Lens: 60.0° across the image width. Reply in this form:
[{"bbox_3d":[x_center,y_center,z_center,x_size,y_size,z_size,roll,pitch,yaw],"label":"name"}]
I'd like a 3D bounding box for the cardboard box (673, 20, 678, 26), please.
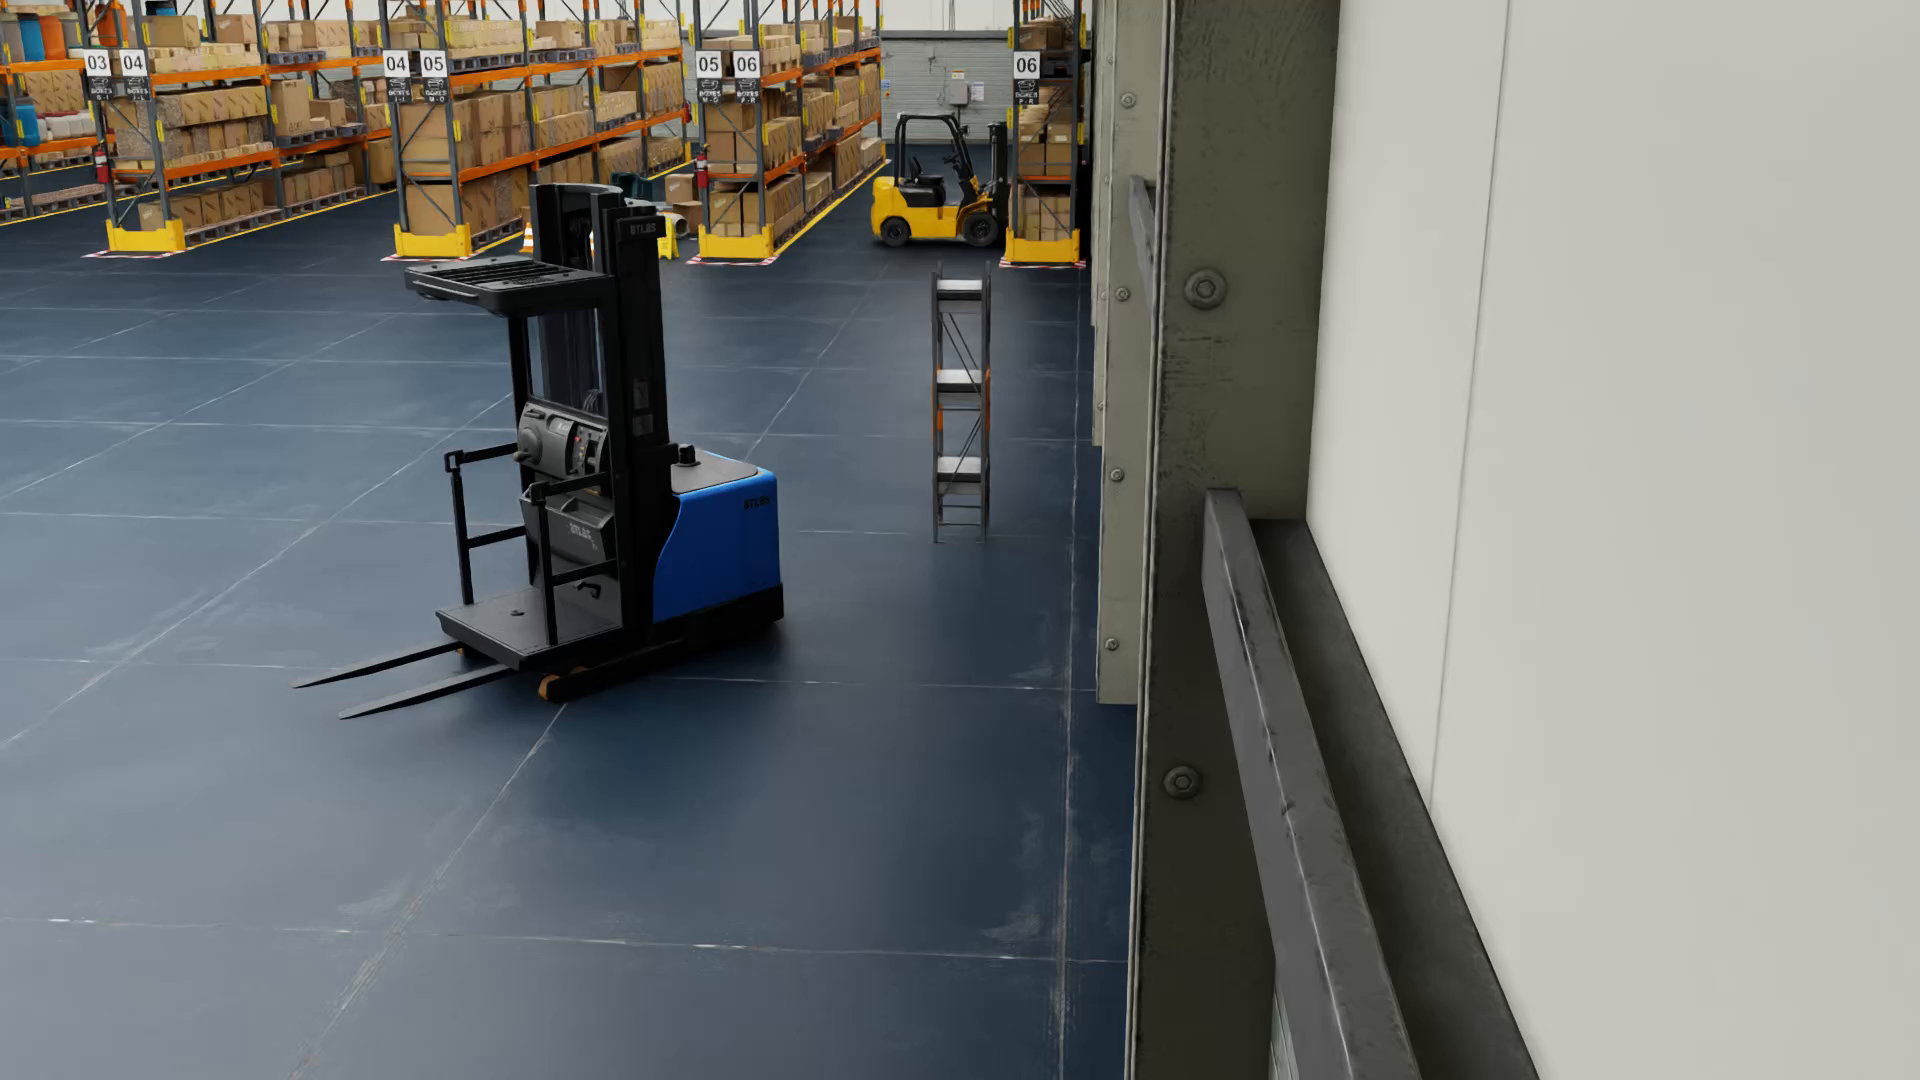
[{"bbox_3d":[-7.154,-12.731,40.941,0.380,0.149,0.250,1,18,3],"label":"cardboard box"}]

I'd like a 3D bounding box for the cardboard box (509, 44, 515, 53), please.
[{"bbox_3d":[-8.026,-8.607,29.125,0.380,0.149,0.250,2,18,5],"label":"cardboard box"}]

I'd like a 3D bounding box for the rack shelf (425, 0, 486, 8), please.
[{"bbox_3d":[-12.507,-12.900,39.638,1.077,0.370,4.000,1,18,4],"label":"rack shelf"}]

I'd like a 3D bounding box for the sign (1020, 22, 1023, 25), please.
[{"bbox_3d":[1.070,-8.974,29.340,0.100,0.325,0.005,1,18,4],"label":"sign"}]

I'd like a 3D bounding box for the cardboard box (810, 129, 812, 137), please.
[{"bbox_3d":[-2.958,-7.576,30.956,0.380,0.149,0.250,2,18,5],"label":"cardboard box"}]

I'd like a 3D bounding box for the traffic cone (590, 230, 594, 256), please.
[{"bbox_3d":[-6.014,-4.888,27.096,0.336,0.463,0.334,1,18,4],"label":"traffic cone"}]

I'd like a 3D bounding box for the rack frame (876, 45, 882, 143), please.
[{"bbox_3d":[-2.479,-10.981,41.618,1.000,3.000,0.127,1,18,4],"label":"rack frame"}]

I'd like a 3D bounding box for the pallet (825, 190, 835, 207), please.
[{"bbox_3d":[-3.110,-6.929,33.729,1.003,0.211,1.213,1,18,4],"label":"pallet"}]

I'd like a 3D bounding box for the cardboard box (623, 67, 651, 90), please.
[{"bbox_3d":[-7.435,-10.616,38.262,0.500,0.500,0.500,2,18,5],"label":"cardboard box"}]

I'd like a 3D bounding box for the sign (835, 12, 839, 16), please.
[{"bbox_3d":[-3.032,-12.874,41.046,0.100,0.325,0.005,1,18,4],"label":"sign"}]

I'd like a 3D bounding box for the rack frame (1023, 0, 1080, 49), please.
[{"bbox_3d":[1.612,-9.995,28.975,1.000,3.000,0.127,1,18,4],"label":"rack frame"}]

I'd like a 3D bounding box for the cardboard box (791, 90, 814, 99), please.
[{"bbox_3d":[-2.978,-8.429,31.474,0.380,0.149,0.250,2,18,7],"label":"cardboard box"}]

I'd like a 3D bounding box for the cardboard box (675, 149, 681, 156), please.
[{"bbox_3d":[-7.171,-9.655,41.474,0.380,0.149,0.250,2,18,6],"label":"cardboard box"}]

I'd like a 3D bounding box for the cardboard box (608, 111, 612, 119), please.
[{"bbox_3d":[-7.691,-9.124,35.679,0.380,0.149,0.250,2,18,6],"label":"cardboard box"}]

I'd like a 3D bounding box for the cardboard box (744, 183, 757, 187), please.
[{"bbox_3d":[-3.752,-5.834,28.448,0.500,0.500,0.500,1,18,3],"label":"cardboard box"}]

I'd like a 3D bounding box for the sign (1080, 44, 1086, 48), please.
[{"bbox_3d":[2.165,-8.841,29.313,0.100,0.325,0.005,1,18,4],"label":"sign"}]

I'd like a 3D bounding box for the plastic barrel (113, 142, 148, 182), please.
[{"bbox_3d":[-17.859,-8.149,35.785,0.600,0.830,0.708,1,18,4],"label":"plastic barrel"}]

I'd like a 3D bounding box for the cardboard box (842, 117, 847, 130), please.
[{"bbox_3d":[-2.704,-8.894,35.490,0.500,0.250,0.500,2,18,6],"label":"cardboard box"}]

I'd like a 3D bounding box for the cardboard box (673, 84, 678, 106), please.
[{"bbox_3d":[-7.241,-10.944,40.866,0.500,0.500,0.500,1,18,3],"label":"cardboard box"}]

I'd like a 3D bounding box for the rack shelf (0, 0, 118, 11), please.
[{"bbox_3d":[-18.021,-10.526,32.392,1.077,0.370,4.000,1,18,4],"label":"rack shelf"}]

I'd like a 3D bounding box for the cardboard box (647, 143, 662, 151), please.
[{"bbox_3d":[-7.336,-9.370,39.651,0.380,0.149,0.250,2,18,5],"label":"cardboard box"}]

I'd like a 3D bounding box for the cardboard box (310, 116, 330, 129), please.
[{"bbox_3d":[-12.787,-8.329,33.067,0.396,0.266,0.258,1,18,2],"label":"cardboard box"}]

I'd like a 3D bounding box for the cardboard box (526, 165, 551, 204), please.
[{"bbox_3d":[-8.329,-6.658,31.365,1.050,0.750,0.750,1,18,4],"label":"cardboard box"}]

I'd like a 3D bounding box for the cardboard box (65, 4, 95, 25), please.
[{"bbox_3d":[-22.265,-13.213,41.845,0.700,0.500,0.500,1,18,4],"label":"cardboard box"}]

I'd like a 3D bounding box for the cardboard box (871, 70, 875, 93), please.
[{"bbox_3d":[-2.323,-11.032,40.008,0.500,0.500,0.500,1,18,4],"label":"cardboard box"}]

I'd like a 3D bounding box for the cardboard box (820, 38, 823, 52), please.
[{"bbox_3d":[-2.848,-9.295,31.221,0.500,0.250,0.500,1,18,3],"label":"cardboard box"}]

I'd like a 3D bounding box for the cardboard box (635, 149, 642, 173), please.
[{"bbox_3d":[-7.512,-8.594,37.673,0.500,0.500,0.500,1,18,3],"label":"cardboard box"}]

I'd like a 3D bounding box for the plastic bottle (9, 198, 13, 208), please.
[{"bbox_3d":[-17.879,-6.345,31.258,0.097,0.201,0.097,0,18,0],"label":"plastic bottle"}]

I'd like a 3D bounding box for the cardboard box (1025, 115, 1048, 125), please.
[{"bbox_3d":[1.280,-7.069,28.000,0.380,0.149,0.250,1,18,4],"label":"cardboard box"}]

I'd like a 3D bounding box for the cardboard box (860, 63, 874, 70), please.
[{"bbox_3d":[-2.293,-11.457,40.263,0.380,0.149,0.250,2,18,5],"label":"cardboard box"}]

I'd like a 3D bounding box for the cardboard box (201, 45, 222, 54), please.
[{"bbox_3d":[-13.048,-8.502,28.836,0.380,0.149,0.250,2,18,6],"label":"cardboard box"}]

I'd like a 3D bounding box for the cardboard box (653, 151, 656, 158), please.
[{"bbox_3d":[-7.433,-9.150,39.457,0.380,0.149,0.250,0,18,1],"label":"cardboard box"}]

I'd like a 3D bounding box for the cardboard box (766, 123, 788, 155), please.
[{"bbox_3d":[-3.218,-6.819,28.277,0.500,0.500,0.500,1,18,3],"label":"cardboard box"}]

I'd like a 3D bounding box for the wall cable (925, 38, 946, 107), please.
[{"bbox_3d":[-0.683,-13.187,46.720,0.588,1.984,0.122,1,18,4],"label":"wall cable"}]

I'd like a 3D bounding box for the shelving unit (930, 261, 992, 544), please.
[{"bbox_3d":[0.012,-1.049,12.753,0.431,2.100,0.503,1,18,4],"label":"shelving unit"}]

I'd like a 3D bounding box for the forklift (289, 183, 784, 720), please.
[{"bbox_3d":[-2.581,-0.598,10.040,3.031,2.935,1.130,-17,25,-42],"label":"forklift"}]

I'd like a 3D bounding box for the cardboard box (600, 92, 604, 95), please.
[{"bbox_3d":[-8.211,-9.982,37.342,0.380,0.149,0.250,2,18,5],"label":"cardboard box"}]

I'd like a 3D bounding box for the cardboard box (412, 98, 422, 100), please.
[{"bbox_3d":[-12.454,-9.702,37.556,0.500,0.500,0.500,2,18,6],"label":"cardboard box"}]

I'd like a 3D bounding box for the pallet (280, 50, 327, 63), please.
[{"bbox_3d":[-13.002,-9.323,32.042,1.213,0.211,1.003,1,18,4],"label":"pallet"}]

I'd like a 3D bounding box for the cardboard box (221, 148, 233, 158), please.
[{"bbox_3d":[-13.068,-6.817,29.314,0.380,0.149,0.250,1,18,4],"label":"cardboard box"}]

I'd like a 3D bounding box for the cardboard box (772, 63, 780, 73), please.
[{"bbox_3d":[-3.190,-7.815,27.542,0.380,0.149,0.250,1,18,5],"label":"cardboard box"}]

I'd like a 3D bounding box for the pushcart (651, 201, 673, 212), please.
[{"bbox_3d":[-5.617,-6.043,30.760,1.648,0.377,0.936,-5,19,-15],"label":"pushcart"}]

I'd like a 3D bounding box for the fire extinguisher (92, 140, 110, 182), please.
[{"bbox_3d":[-13.979,-6.171,27.063,0.296,0.674,0.183,1,18,4],"label":"fire extinguisher"}]

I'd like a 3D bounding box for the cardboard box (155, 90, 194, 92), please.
[{"bbox_3d":[-13.605,-7.539,28.870,0.500,0.500,0.500,1,18,4],"label":"cardboard box"}]

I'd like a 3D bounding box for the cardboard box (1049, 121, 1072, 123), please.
[{"bbox_3d":[1.619,-6.662,26.756,0.380,0.149,0.250,2,18,5],"label":"cardboard box"}]

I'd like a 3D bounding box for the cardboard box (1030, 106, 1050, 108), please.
[{"bbox_3d":[1.565,-8.405,32.555,0.380,0.149,0.250,1,18,5],"label":"cardboard box"}]

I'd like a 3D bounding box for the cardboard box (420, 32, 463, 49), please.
[{"bbox_3d":[-8.280,-7.978,26.563,0.500,0.250,0.500,1,18,4],"label":"cardboard box"}]

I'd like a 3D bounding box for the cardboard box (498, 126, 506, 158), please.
[{"bbox_3d":[-8.471,-6.953,29.085,0.875,0.550,0.550,1,18,4],"label":"cardboard box"}]

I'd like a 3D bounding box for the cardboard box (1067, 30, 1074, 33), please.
[{"bbox_3d":[2.201,-10.180,33.479,0.380,0.149,0.250,1,18,2],"label":"cardboard box"}]

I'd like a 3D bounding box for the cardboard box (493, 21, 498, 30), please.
[{"bbox_3d":[-8.083,-8.752,28.288,0.380,0.149,0.250,1,18,3],"label":"cardboard box"}]

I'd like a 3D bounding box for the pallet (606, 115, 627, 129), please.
[{"bbox_3d":[-7.896,-9.100,36.186,1.003,0.211,1.213,1,18,4],"label":"pallet"}]

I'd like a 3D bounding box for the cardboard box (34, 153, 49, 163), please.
[{"bbox_3d":[-22.285,-9.239,39.913,0.500,0.311,0.500,1,18,4],"label":"cardboard box"}]

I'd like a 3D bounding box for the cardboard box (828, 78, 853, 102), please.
[{"bbox_3d":[-2.633,-9.799,36.245,0.500,0.500,0.500,2,18,6],"label":"cardboard box"}]

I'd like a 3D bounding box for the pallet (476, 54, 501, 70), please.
[{"bbox_3d":[-8.443,-8.085,28.104,1.003,0.211,1.213,1,18,4],"label":"pallet"}]

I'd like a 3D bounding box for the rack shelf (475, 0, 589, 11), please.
[{"bbox_3d":[-8.141,-10.273,31.621,1.077,0.370,4.000,1,18,4],"label":"rack shelf"}]

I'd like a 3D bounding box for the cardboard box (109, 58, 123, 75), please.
[{"bbox_3d":[-13.729,-7.742,27.158,0.500,0.250,0.500,2,18,5],"label":"cardboard box"}]
